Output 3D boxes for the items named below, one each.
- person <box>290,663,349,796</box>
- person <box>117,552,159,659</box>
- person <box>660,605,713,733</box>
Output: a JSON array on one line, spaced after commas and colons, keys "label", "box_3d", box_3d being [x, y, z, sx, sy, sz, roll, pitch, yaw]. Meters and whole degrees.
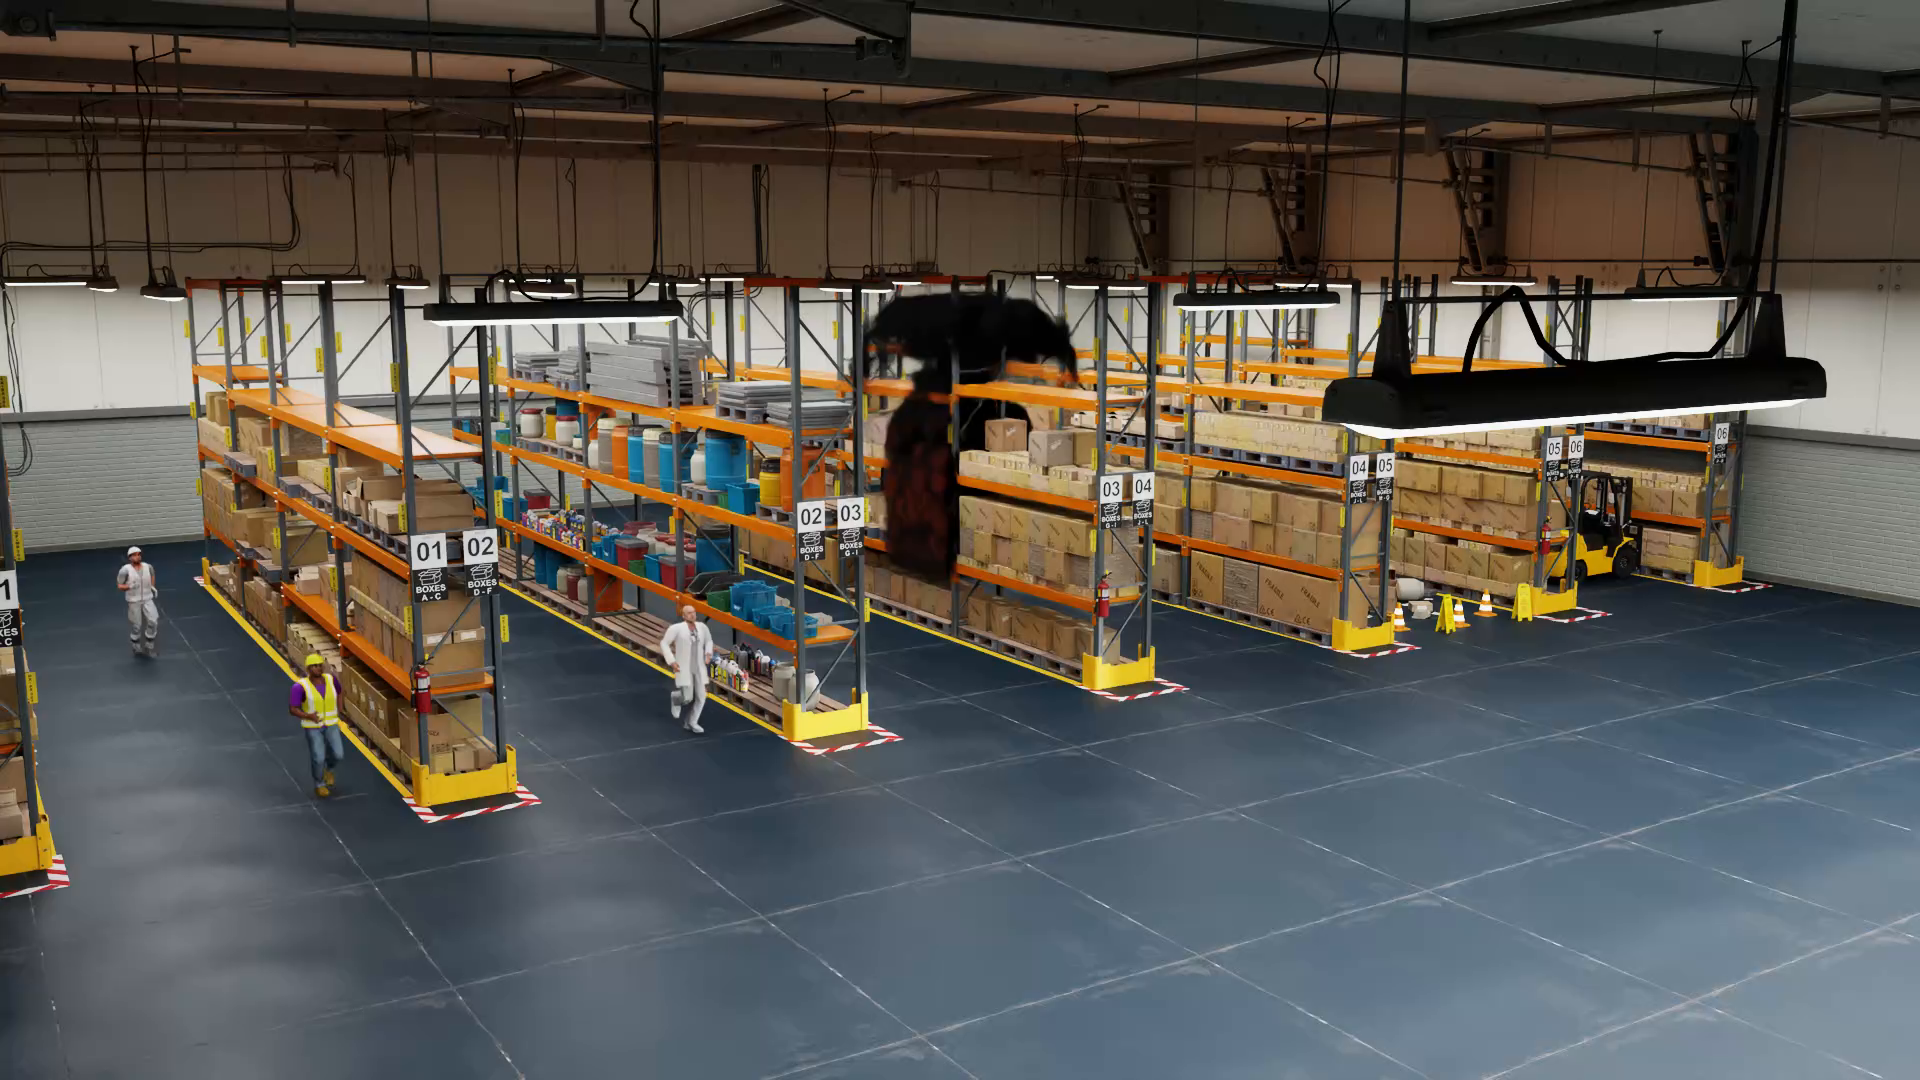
[{"label": "person", "box_3d": [-7.563, 2.223, 19.729, 0.692, 1.677, 0.582, -8, 12, -40]}, {"label": "person", "box_3d": [-13.118, 1.034, 26.631, 0.632, 1.777, 0.705, -9, 13, -41]}, {"label": "person", "box_3d": [-3.677, 1.768, 22.571, 0.752, 1.657, 0.631, -6, 11, -31]}]
